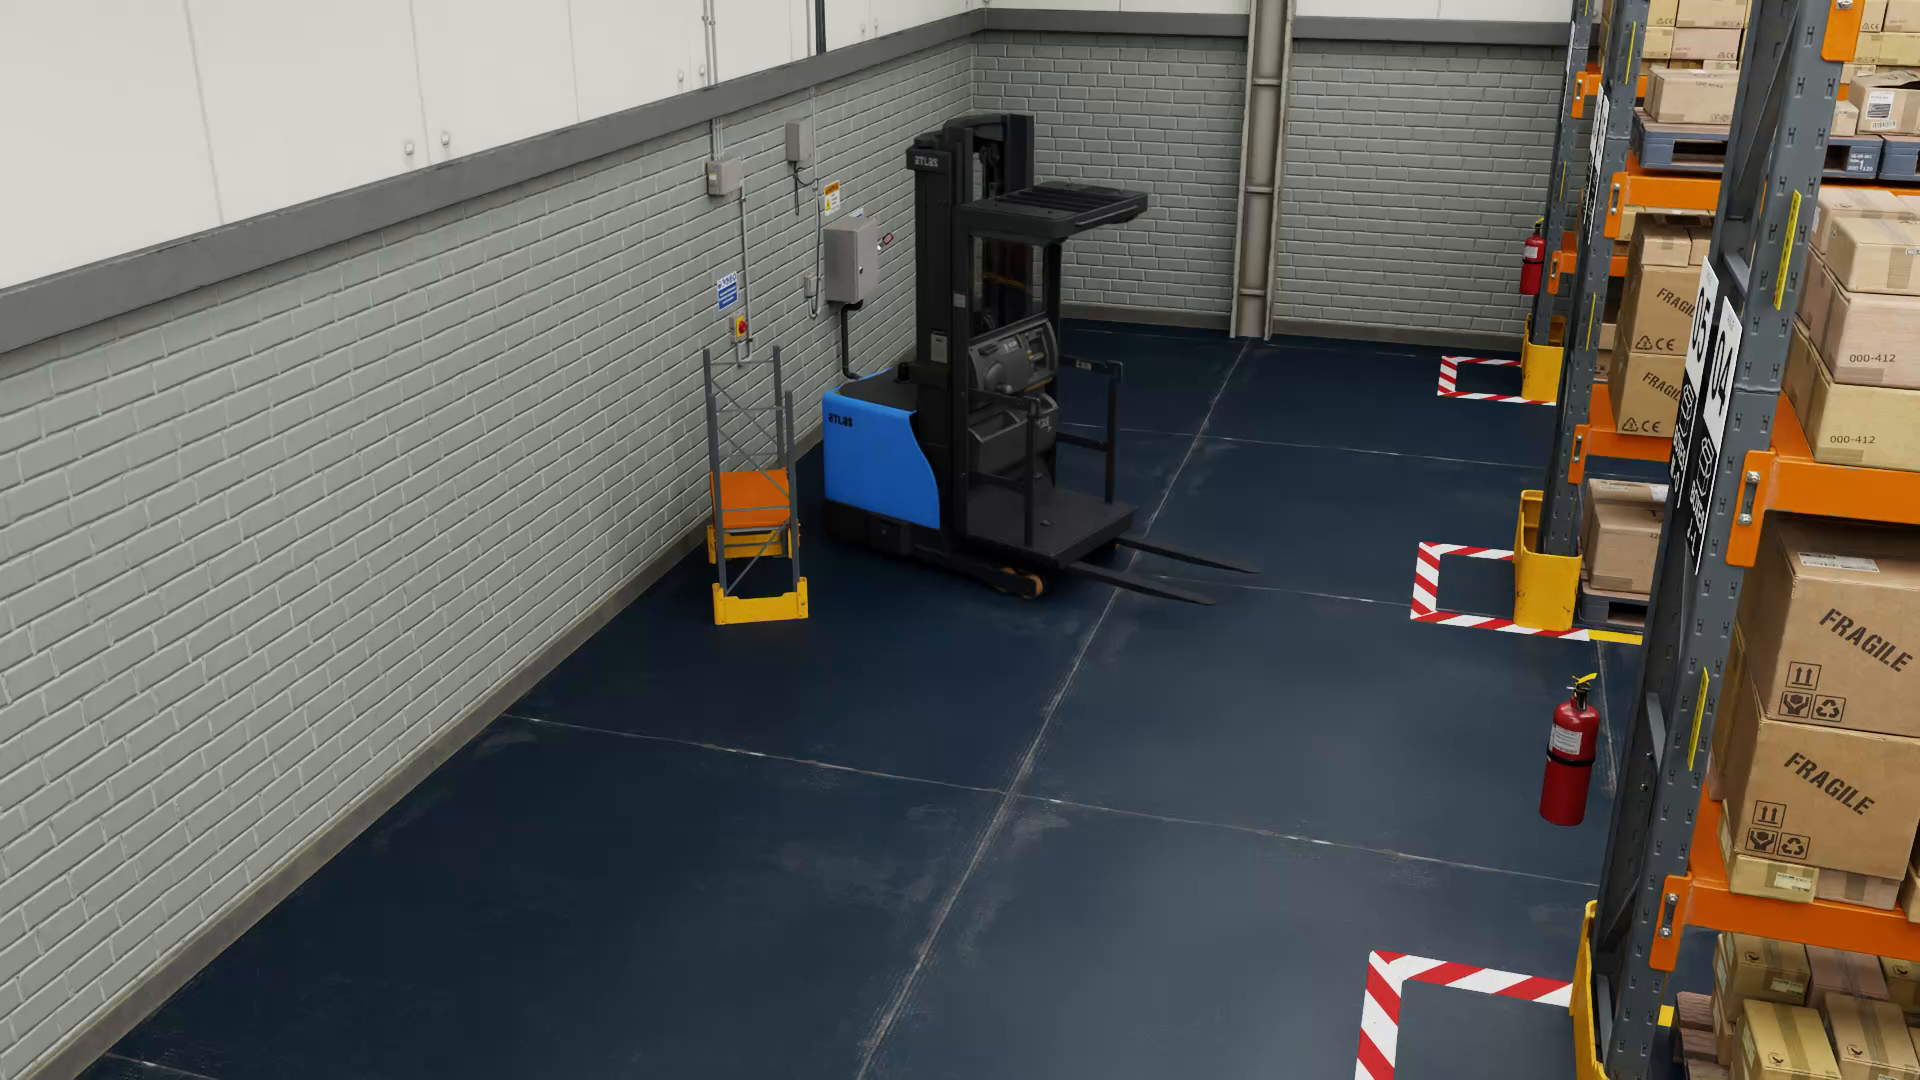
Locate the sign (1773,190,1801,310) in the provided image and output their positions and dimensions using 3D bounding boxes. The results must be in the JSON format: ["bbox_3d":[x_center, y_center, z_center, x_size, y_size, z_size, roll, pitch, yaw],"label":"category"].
[{"bbox_3d":[2.345,-0.822,4.717,0.005,0.325,0.100,7,23,16],"label":"sign"}]

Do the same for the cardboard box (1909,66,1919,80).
[{"bbox_3d":[7.696,-3.735,13.300,0.250,0.149,0.380,7,23,17],"label":"cardboard box"}]

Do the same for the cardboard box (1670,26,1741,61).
[{"bbox_3d":[6.104,-4.100,13.666,0.500,0.250,0.500,7,23,17],"label":"cardboard box"}]

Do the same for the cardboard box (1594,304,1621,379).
[{"bbox_3d":[5.823,-1.778,14.888,0.637,0.503,0.797,6,23,13],"label":"cardboard box"}]

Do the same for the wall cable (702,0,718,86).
[{"bbox_3d":[-1.692,-4.333,10.476,0.029,3.000,0.463,7,23,16],"label":"wall cable"}]

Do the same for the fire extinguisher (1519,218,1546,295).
[{"bbox_3d":[4.991,-2.480,14.457,0.183,0.674,0.296,7,23,16],"label":"fire extinguisher"}]

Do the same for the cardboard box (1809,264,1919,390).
[{"bbox_3d":[2.857,-0.633,4.947,0.500,0.250,0.500,7,23,16],"label":"cardboard box"}]

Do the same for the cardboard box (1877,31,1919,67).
[{"bbox_3d":[7.573,-3.933,13.259,0.500,0.250,0.500,7,23,17],"label":"cardboard box"}]

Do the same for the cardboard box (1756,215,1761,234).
[{"bbox_3d":[4.758,-1.862,10.053,0.250,0.149,0.380,6,23,15],"label":"cardboard box"}]

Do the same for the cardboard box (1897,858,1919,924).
[{"bbox_3d":[3.215,1.106,5.453,0.250,0.149,0.380,6,23,14],"label":"cardboard box"}]

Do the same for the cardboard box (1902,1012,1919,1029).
[{"bbox_3d":[3.588,1.771,6.312,0.250,0.149,0.380,6,23,13],"label":"cardboard box"}]

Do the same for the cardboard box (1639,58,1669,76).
[{"bbox_3d":[5.762,-3.973,13.882,0.250,0.149,0.380,7,23,16],"label":"cardboard box"}]

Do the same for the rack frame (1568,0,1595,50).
[{"bbox_3d":[5.265,-5.616,13.603,0.127,3.000,1.000,7,23,16],"label":"rack frame"}]

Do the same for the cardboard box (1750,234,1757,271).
[{"bbox_3d":[4.582,-1.633,9.494,0.250,0.149,0.380,7,23,17],"label":"cardboard box"}]

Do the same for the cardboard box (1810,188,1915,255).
[{"bbox_3d":[2.905,-1.031,5.393,0.250,0.149,0.380,6,23,15],"label":"cardboard box"}]

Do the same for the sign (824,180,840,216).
[{"bbox_3d":[-1.038,-2.778,13.502,0.001,0.242,0.339,7,23,16],"label":"sign"}]

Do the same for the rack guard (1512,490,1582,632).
[{"bbox_3d":[3.812,0.117,10.825,0.348,0.500,1.175,7,23,16],"label":"rack guard"}]

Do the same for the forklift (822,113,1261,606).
[{"bbox_3d":[0.524,-1.193,10.817,3.031,2.935,1.130,16,27,33],"label":"forklift"}]

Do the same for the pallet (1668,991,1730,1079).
[{"bbox_3d":[3.342,2.173,6.193,1.213,0.211,1.003,7,23,16],"label":"pallet"}]

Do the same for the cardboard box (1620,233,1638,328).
[{"bbox_3d":[4.365,-1.579,10.218,0.500,0.500,0.500,7,23,17],"label":"cardboard box"}]

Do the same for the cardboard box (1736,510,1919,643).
[{"bbox_3d":[3.012,0.086,5.766,0.500,0.500,0.500,6,23,14],"label":"cardboard box"}]

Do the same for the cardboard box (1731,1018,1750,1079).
[{"bbox_3d":[2.929,1.911,5.970,0.250,0.149,0.380,8,23,18],"label":"cardboard box"}]

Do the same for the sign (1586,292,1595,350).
[{"bbox_3d":[3.669,-1.273,9.675,0.005,0.325,0.100,7,23,16],"label":"sign"}]

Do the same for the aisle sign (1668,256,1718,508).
[{"bbox_3d":[2.519,-0.547,5.725,0.004,0.787,0.394,7,23,16],"label":"aisle sign"}]

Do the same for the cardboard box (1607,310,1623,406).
[{"bbox_3d":[4.373,-1.126,10.431,0.500,0.500,0.500,7,23,16],"label":"cardboard box"}]

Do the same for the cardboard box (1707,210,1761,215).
[{"bbox_3d":[6.591,-2.651,14.087,0.500,0.250,0.500,6,23,14],"label":"cardboard box"}]

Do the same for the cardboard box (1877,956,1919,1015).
[{"bbox_3d":[3.590,1.619,6.289,0.250,0.149,0.380,6,23,14],"label":"cardboard box"}]

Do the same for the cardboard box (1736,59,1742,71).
[{"bbox_3d":[6.464,-3.848,13.577,0.250,0.149,0.380,6,23,15],"label":"cardboard box"}]

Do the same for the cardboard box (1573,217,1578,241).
[{"bbox_3d":[5.660,-2.785,14.939,0.250,0.149,0.380,6,23,15],"label":"cardboard box"}]

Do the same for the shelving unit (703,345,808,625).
[{"bbox_3d":[-1.346,-0.380,10.720,0.587,1.500,1.083,-4,23,-9],"label":"shelving unit"}]

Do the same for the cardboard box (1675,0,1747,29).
[{"bbox_3d":[6.099,-4.325,13.556,0.500,0.250,0.500,6,23,15],"label":"cardboard box"}]

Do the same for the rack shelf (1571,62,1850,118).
[{"bbox_3d":[7.180,-3.676,13.775,4.000,0.370,1.077,7,23,16],"label":"rack shelf"}]

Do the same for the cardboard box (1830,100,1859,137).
[{"bbox_3d":[4.810,-2.346,9.229,0.250,0.149,0.380,7,23,17],"label":"cardboard box"}]

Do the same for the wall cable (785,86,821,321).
[{"bbox_3d":[-1.172,-2.633,12.897,0.122,1.984,0.588,7,23,16],"label":"wall cable"}]

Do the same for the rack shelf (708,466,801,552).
[{"bbox_3d":[-1.345,-0.210,10.780,0.538,0.185,1.000,-4,23,-9],"label":"rack shelf"}]

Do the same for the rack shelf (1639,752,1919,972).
[{"bbox_3d":[4.417,1.325,5.535,4.000,0.370,1.077,7,23,16],"label":"rack shelf"}]

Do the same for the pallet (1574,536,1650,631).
[{"bbox_3d":[4.623,0.313,10.729,1.213,0.211,1.003,7,23,16],"label":"pallet"}]

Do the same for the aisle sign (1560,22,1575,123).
[{"bbox_3d":[5.115,-3.944,14.007,0.004,0.787,0.394,7,23,16],"label":"aisle sign"}]

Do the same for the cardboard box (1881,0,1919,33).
[{"bbox_3d":[7.571,-4.168,13.173,0.500,0.250,0.500,7,23,16],"label":"cardboard box"}]

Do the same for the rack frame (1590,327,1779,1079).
[{"bbox_3d":[2.502,0.773,5.933,0.127,3.000,1.000,7,23,16],"label":"rack frame"}]

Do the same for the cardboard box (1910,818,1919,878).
[{"bbox_3d":[3.372,0.788,5.372,0.500,0.500,0.500,7,23,16],"label":"cardboard box"}]

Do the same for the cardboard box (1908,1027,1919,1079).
[{"bbox_3d":[3.408,1.864,5.692,0.250,0.149,0.380,6,23,15],"label":"cardboard box"}]
